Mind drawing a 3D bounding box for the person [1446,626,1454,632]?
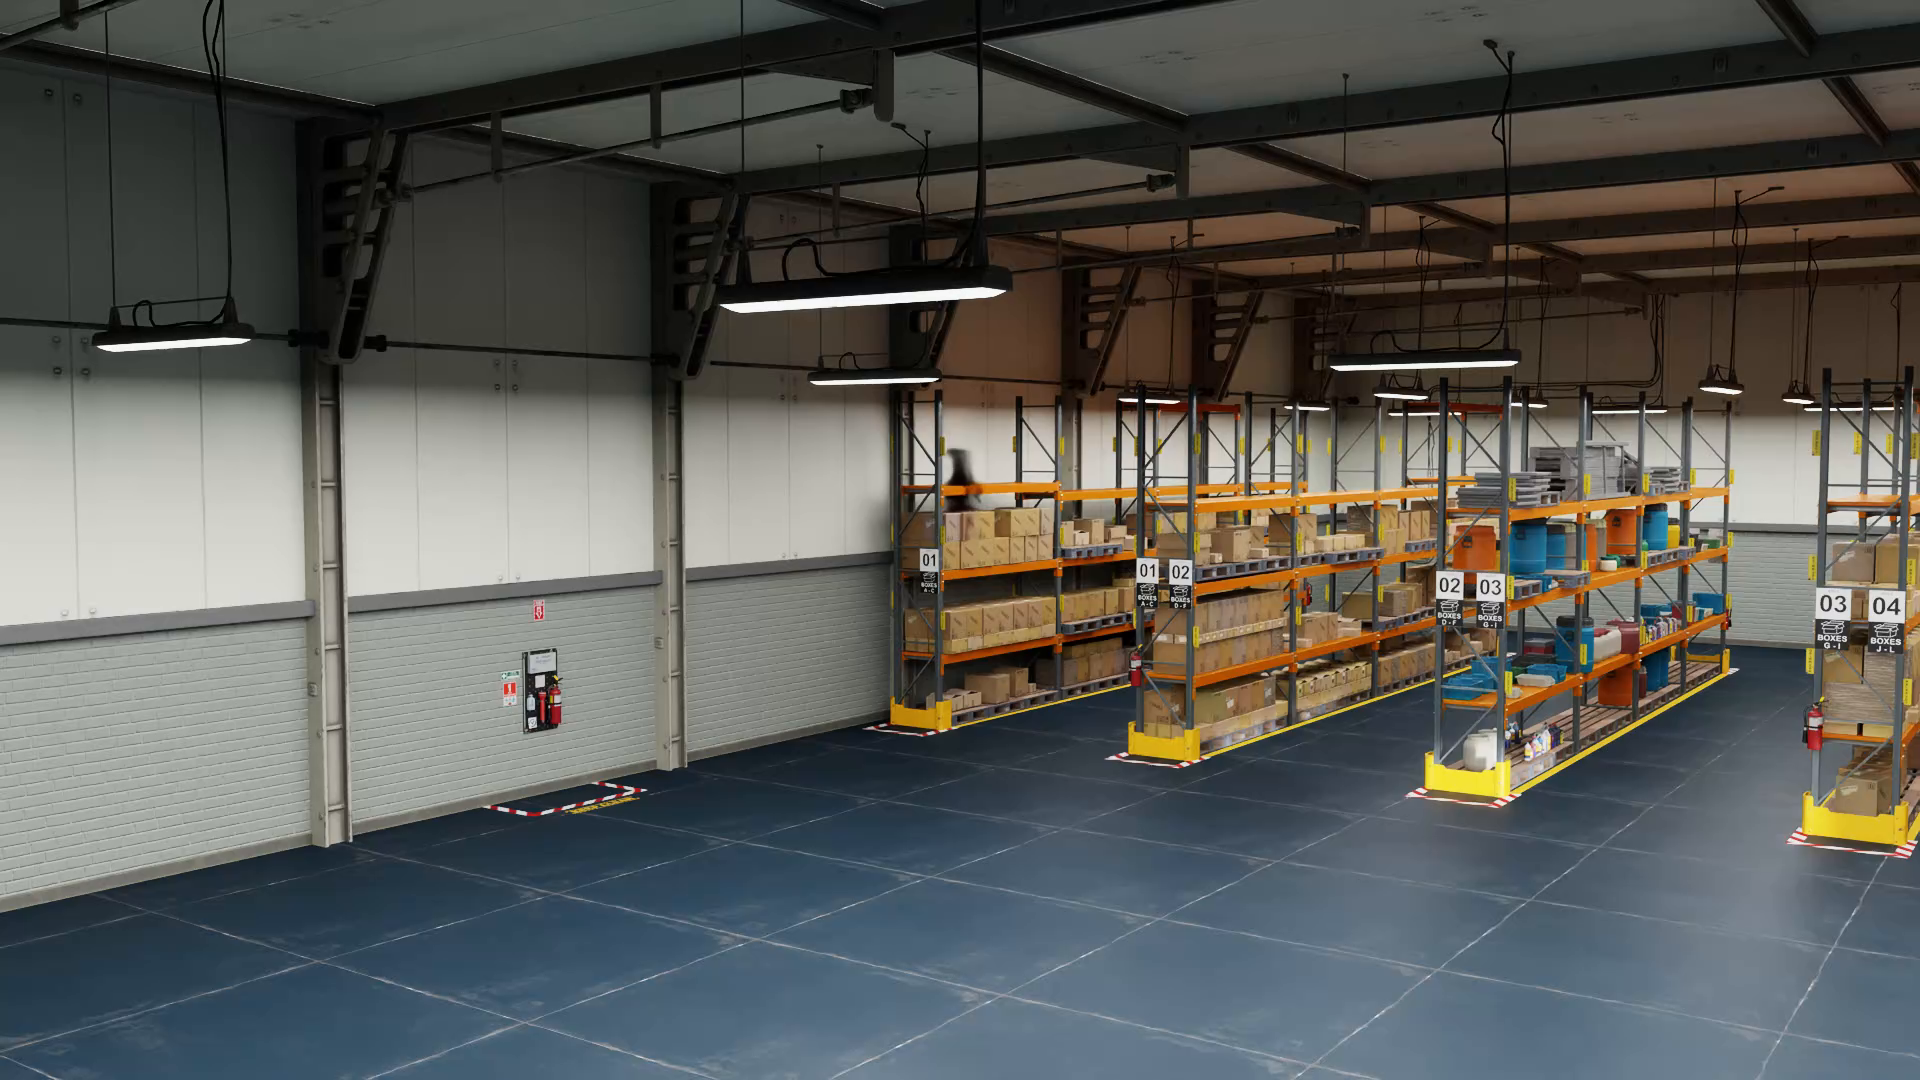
[{"bbox_3d":[12.098,1.869,41.277,0.881,1.603,0.571,2,4,32],"label":"person"}]
